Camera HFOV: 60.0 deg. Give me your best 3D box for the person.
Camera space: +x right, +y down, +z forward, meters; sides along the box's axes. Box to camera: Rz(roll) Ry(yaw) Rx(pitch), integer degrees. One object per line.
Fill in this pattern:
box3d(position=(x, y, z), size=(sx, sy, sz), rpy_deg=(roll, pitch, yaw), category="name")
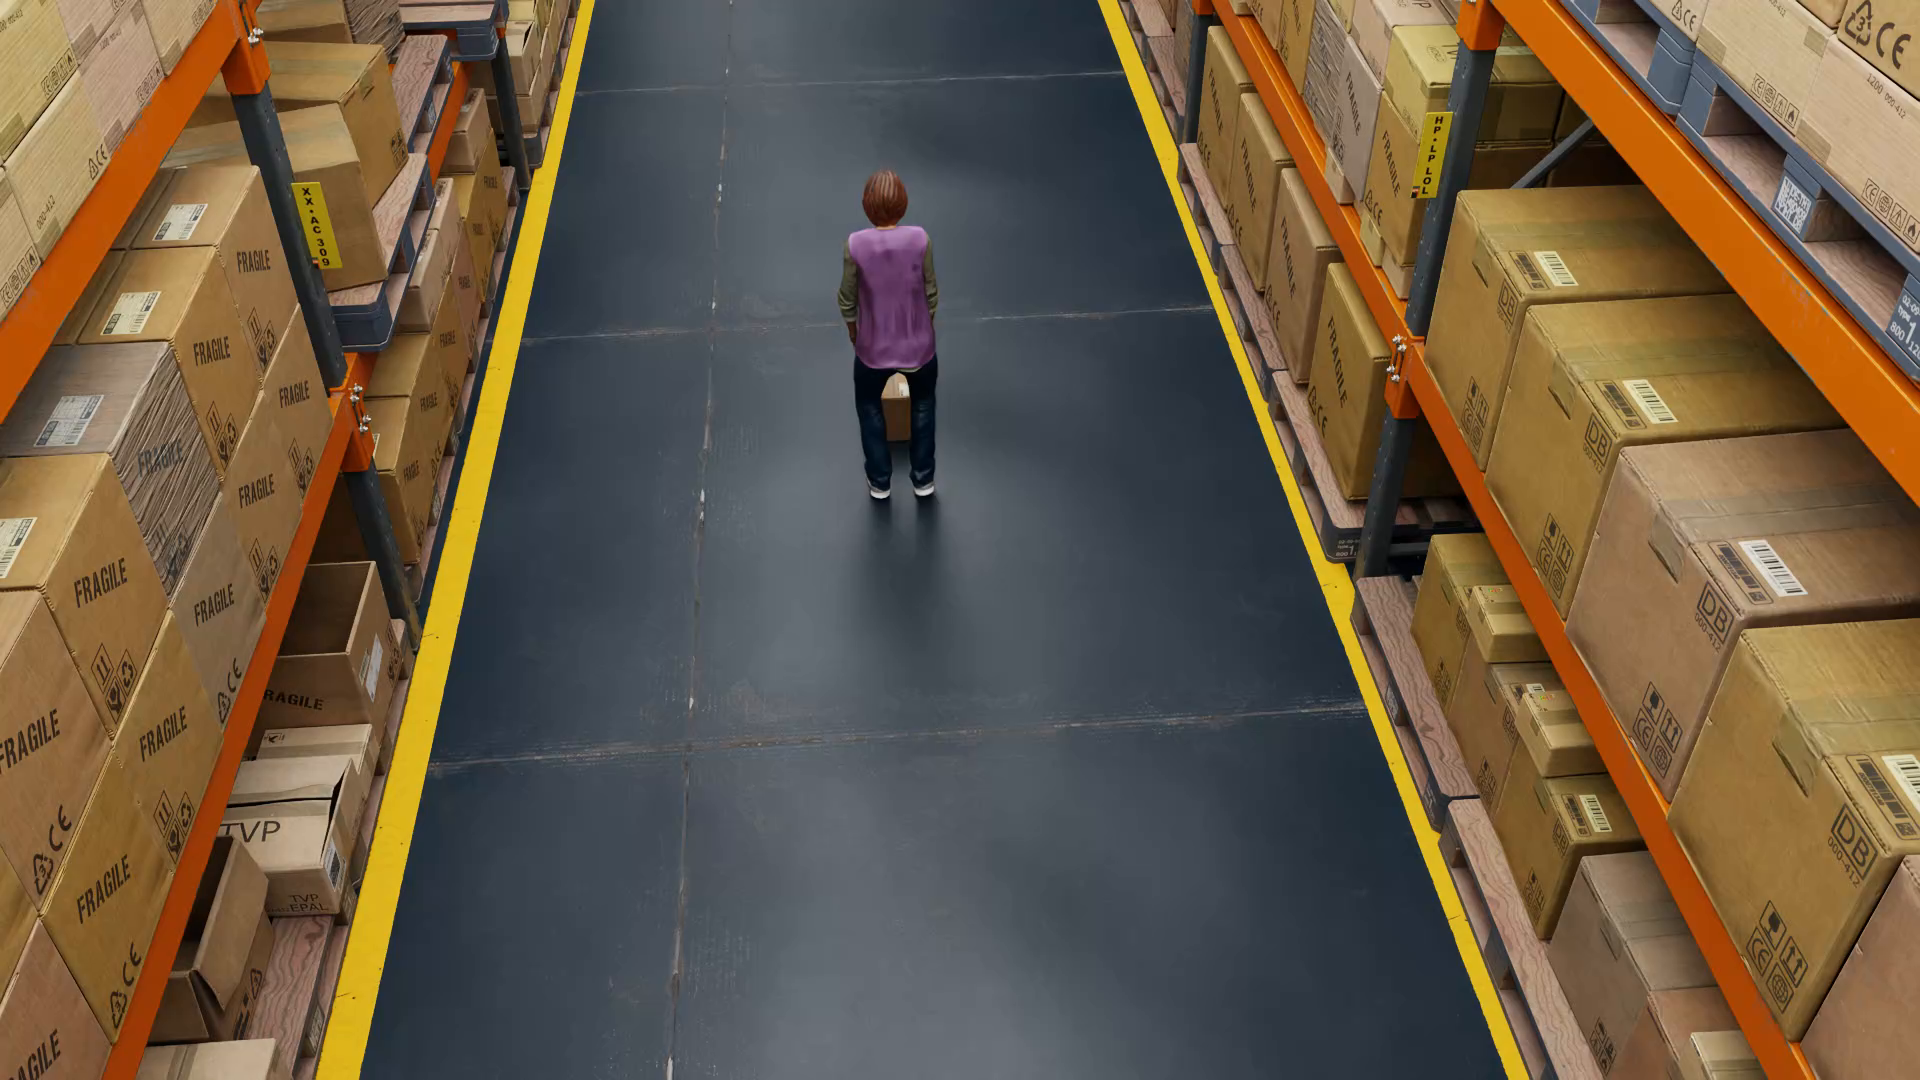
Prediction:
box3d(position=(-0.306, -0.848, 7.240), size=(0.433, 1.539, 0.417), rpy_deg=(-2, 40, -3), category="person")
